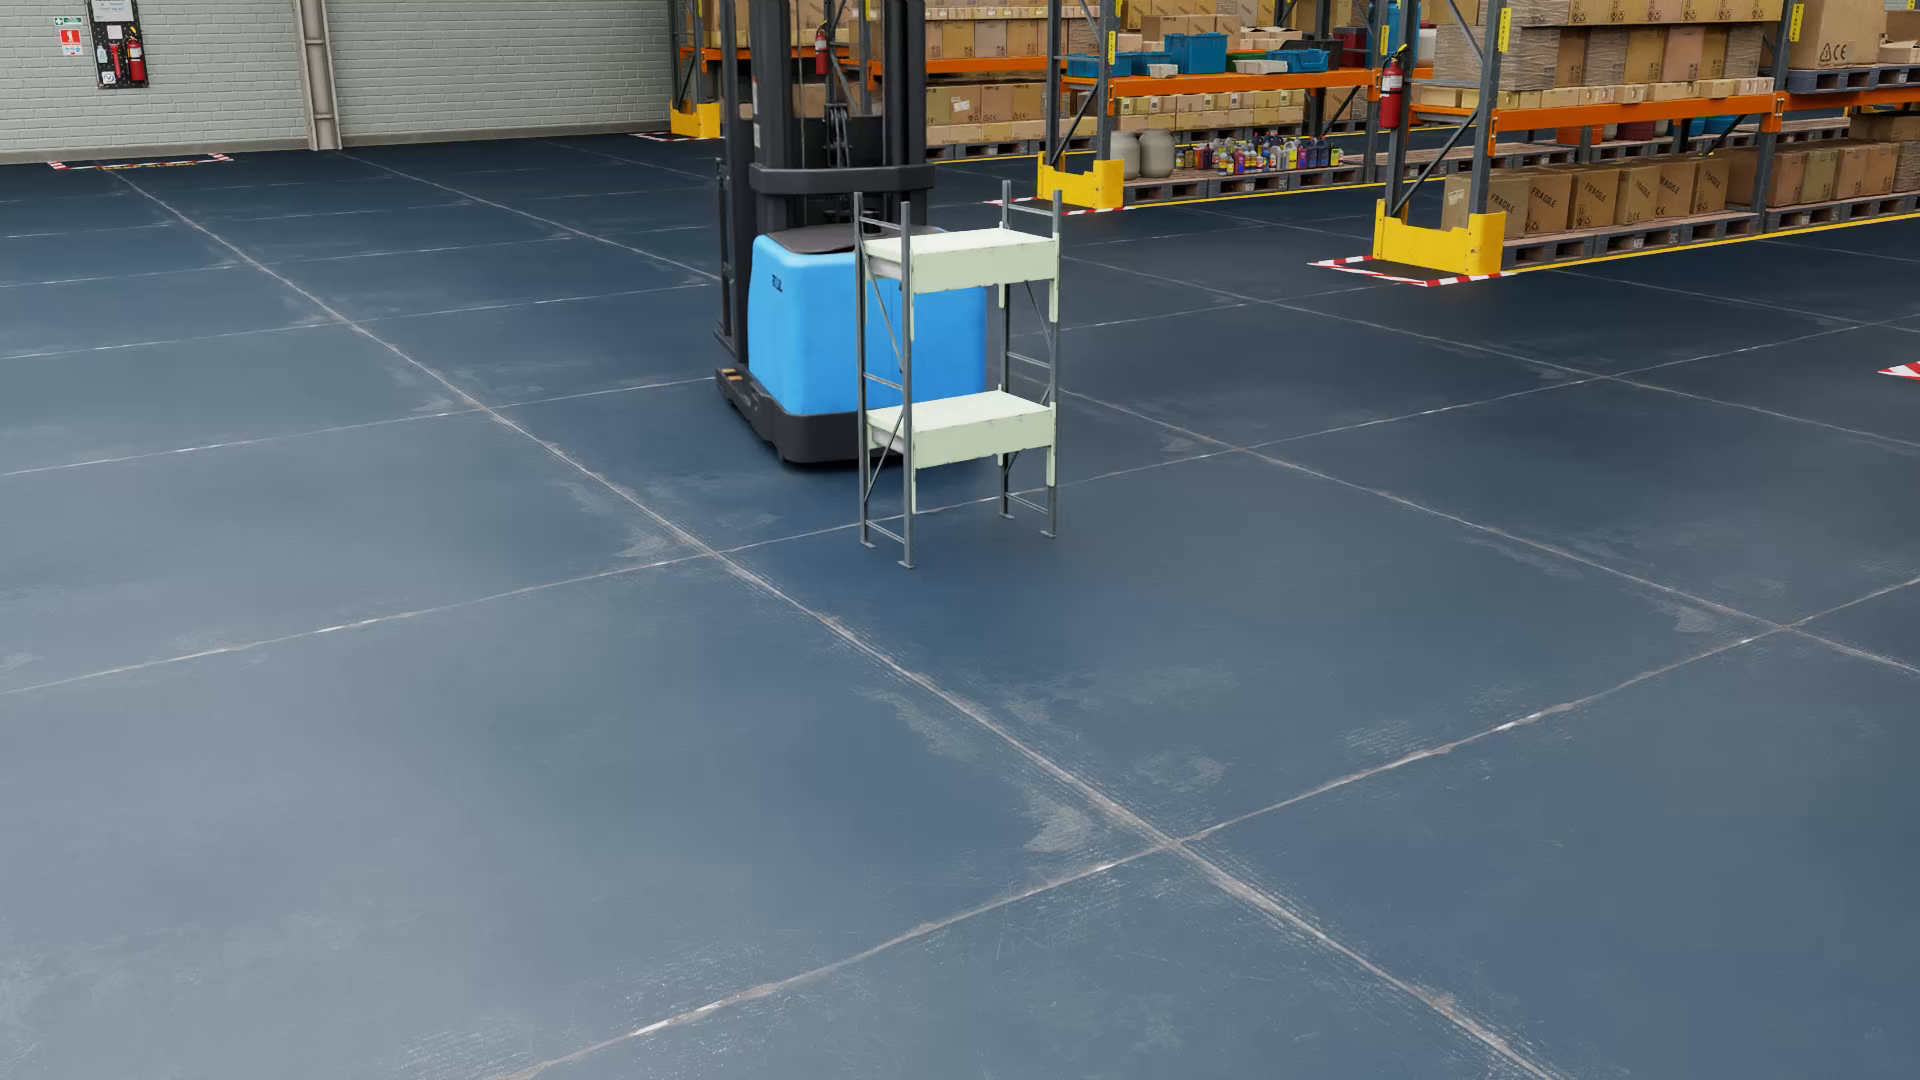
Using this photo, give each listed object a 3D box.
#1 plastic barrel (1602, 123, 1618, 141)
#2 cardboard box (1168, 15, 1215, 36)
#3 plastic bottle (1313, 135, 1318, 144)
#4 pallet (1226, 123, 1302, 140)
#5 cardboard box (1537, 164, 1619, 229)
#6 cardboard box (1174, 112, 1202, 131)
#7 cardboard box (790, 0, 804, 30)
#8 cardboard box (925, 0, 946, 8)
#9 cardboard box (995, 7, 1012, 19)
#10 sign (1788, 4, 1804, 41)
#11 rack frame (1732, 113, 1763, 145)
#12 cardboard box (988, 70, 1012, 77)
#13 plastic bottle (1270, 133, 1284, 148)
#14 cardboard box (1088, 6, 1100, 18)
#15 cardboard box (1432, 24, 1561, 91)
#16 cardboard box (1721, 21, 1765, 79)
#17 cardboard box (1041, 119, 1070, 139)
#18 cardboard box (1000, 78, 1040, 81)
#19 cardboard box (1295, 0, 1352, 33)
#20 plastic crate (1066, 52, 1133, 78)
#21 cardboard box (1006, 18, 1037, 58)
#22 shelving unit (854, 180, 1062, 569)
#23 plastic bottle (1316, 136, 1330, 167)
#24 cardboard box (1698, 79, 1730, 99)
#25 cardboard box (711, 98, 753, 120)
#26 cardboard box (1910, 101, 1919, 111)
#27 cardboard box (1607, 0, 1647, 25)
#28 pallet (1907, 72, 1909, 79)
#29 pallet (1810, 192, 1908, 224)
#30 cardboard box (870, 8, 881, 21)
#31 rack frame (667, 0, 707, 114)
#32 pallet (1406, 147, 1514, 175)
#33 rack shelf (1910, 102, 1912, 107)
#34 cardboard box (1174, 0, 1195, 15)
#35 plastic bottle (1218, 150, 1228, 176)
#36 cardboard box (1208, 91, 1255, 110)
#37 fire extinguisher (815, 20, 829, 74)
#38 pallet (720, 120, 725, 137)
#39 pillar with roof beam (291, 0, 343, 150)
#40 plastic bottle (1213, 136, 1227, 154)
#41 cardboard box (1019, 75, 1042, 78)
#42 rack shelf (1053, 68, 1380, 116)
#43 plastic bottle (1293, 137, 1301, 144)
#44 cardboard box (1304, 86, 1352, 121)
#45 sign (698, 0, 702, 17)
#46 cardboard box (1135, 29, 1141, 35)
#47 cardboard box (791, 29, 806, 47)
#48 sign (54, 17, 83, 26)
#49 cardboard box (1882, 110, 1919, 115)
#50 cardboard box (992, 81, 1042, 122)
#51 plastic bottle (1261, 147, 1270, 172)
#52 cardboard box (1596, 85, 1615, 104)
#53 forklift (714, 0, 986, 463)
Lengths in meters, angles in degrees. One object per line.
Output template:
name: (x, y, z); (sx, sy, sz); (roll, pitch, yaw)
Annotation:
plastic barrel: (8.765, -5.722, 22.716); (0.421, 0.512, 0.421); (0, 19, 0)
cardboard box: (3.390, -7.468, 24.495); (0.500, 0.500, 0.500); (-12, 22, -31)
plastic bottle: (4.144, -4.585, 19.572); (0.185, 0.351, 0.144); (-12, 22, -31)
pallet: (4.513, -6.358, 25.721); (1.213, 0.211, 1.003); (-12, 22, -31)
cardboard box: (5.531, -3.094, 14.960); (0.500, 0.500, 0.500); (-10, 21, -26)
cardboard box: (3.214, -6.192, 24.513); (0.500, 0.250, 0.500); (-13, 22, -33)
cardboard box: (-2.769, -8.200, 25.847); (0.500, 0.500, 0.500); (-13, 22, -33)
cardboard box: (-0.582, -7.248, 21.820); (0.500, 0.500, 0.700); (-13, 22, -33)
cardboard box: (0.491, -7.087, 22.356); (0.250, 0.149, 0.380); (-11, 22, -30)
sign: (7.632, -4.725, 15.185); (0.005, 0.325, 0.100); (-12, 22, -31)
rack frame: (11.284, -7.192, 23.836); (0.127, 3.000, 1.000); (-12, 22, -31)
cardboard box: (0.558, -8.118, 28.618); (0.500, 0.250, 0.500); (-13, 22, -33)
plastic bottle: (3.780, -4.667, 19.815); (0.185, 0.351, 0.144); (-12, 22, -31)
cardboard box: (1.772, -7.358, 23.157); (0.250, 0.149, 0.380); (-12, 22, -31)
cardboard box: (4.461, -4.032, 13.866); (0.500, 0.500, 0.875); (-12, 22, -31)
cardboard box: (6.917, -4.584, 15.500); (0.500, 0.500, 0.875); (-12, 22, -31)
cardboard box: (1.192, -5.780, 23.294); (0.500, 0.250, 0.500); (-12, 22, -31)
cardboard box: (0.909, -6.272, 23.581); (0.500, 0.500, 0.500); (-12, 22, -31)
cardboard box: (5.686, -8.201, 26.006); (0.700, 0.500, 0.500); (14, 23, 35)
plastic crate: (1.516, -5.176, 18.105); (0.616, 0.251, 0.499); (-12, 22, -31)
cardboard box: (0.656, -6.894, 22.798); (0.500, 0.500, 0.700); (-12, 22, -31)
shelving unit: (-0.006, -0.709, 7.001); (0.755, 1.500, 0.431); (-12, 22, -31)
plastic bottle: (4.223, -4.546, 19.458); (0.185, 0.351, 0.144); (-13, 22, -33)
cardboard box: (6.706, -4.080, 15.020); (0.250, 0.149, 0.380); (-12, 22, -31)
cardboard box: (-3.559, -6.761, 26.071); (0.500, 0.311, 0.500); (-15, 24, -37)
cardboard box: (11.255, -4.471, 18.449); (0.875, 0.875, 1.225); (-13, 23, -34)
cardboard box: (5.434, -4.614, 14.028); (0.500, 0.500, 0.500); (-12, 22, -31)
pallet: (10.131, -4.918, 17.408); (1.003, 0.211, 1.213); (-12, 22, -31)
pallet: (8.996, -3.491, 17.242); (1.213, 0.211, 1.003); (-12, 22, -31)
cardboard box: (-1.013, -6.770, 21.419); (0.250, 0.149, 0.380); (-12, 22, -32)
rack frame: (-4.187, -7.729, 25.422); (0.127, 3.000, 1.000); (-12, 22, -31)
pallet: (6.257, -4.827, 21.193); (1.213, 0.211, 1.003); (-12, 22, -31)
rack shelf: (12.338, -5.174, 18.990); (4.000, 0.370, 1.077); (-12, 22, -31)
cardboard box: (3.899, -9.529, 30.097); (0.500, 0.500, 0.500); (-12, 22, -32)
plastic bottle: (2.948, -4.231, 18.648); (0.097, 0.271, 0.097); (0, 19, 0)
cardboard box: (4.067, -6.636, 24.951); (0.500, 0.311, 0.500); (-12, 22, -32)
fire extinguisher: (-1.813, -6.471, 21.823); (0.183, 0.674, 0.296); (-12, 22, -31)
pallet: (-3.425, -6.555, 26.303); (1.213, 0.211, 1.003); (-12, 22, -31)
pillar with roof beam: (-6.721, -8.717, 18.978); (0.400, 9.000, 9.100); (-12, 22, -31)
plastic bottle: (3.032, -4.565, 19.512); (0.185, 0.351, 0.144); (-11, 22, -29)
cardboard box: (1.029, -7.866, 29.046); (0.500, 0.500, 0.700); (-12, 22, -32)
rack shelf: (2.932, -5.090, 18.741); (4.000, 0.370, 1.077); (-12, 22, -31)
plastic bottle: (4.096, -4.760, 20.215); (0.097, 0.271, 0.097); (0, 19, 0)
cardboard box: (5.760, -6.841, 26.013); (0.500, 0.500, 0.500); (-11, 22, -29)
sign: (-3.888, -7.994, 24.854); (0.005, 0.325, 0.100); (-12, 22, -31)
cardboard box: (3.112, -9.066, 29.739); (0.250, 0.149, 0.380); (-12, 22, -31)
cardboard box: (-2.750, -7.851, 25.988); (0.500, 0.250, 0.500); (-12, 22, -32)
sign: (-11.683, -6.798, 21.786); (0.331, 0.109, 0.001); (-12, 22, -31)
cardboard box: (10.124, -4.416, 17.670); (0.500, 0.250, 0.500); (-11, 22, -29)
cardboard box: (0.775, -6.046, 22.912); (0.500, 0.500, 0.500); (-12, 22, -31)
plastic bottle: (3.487, -4.344, 18.984); (0.097, 0.271, 0.097); (0, 19, 0)
cardboard box: (5.396, -3.843, 14.321); (0.250, 0.149, 0.380); (-12, 22, -31)
forklift: (-0.792, -2.200, 9.176); (1.130, 2.935, 3.031); (-6, 20, -17)
